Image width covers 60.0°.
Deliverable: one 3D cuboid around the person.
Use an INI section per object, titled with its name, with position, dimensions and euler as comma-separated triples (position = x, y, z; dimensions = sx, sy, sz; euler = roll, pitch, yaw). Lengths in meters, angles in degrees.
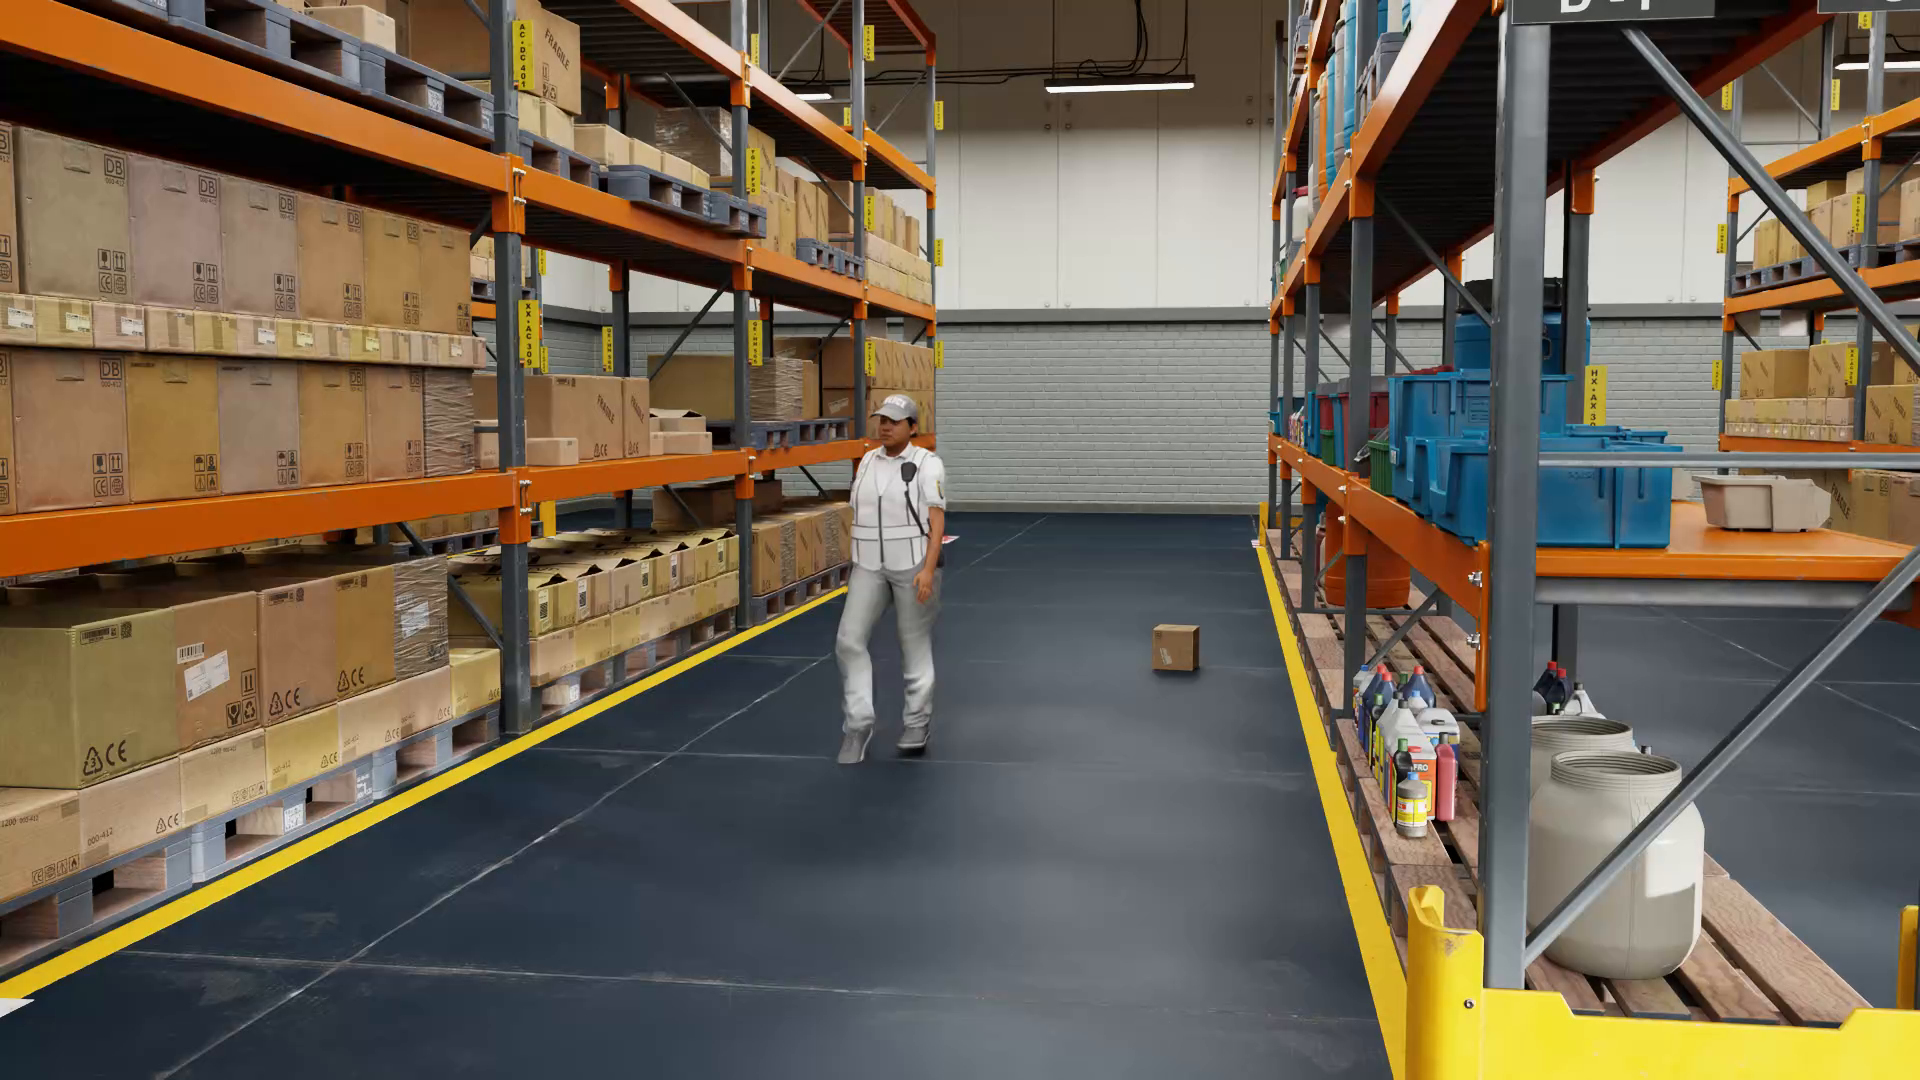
[person]
position = -0.304, 0.194, 7.698
dimensions = 0.482, 1.733, 0.529
euler = 2, 5, 18
